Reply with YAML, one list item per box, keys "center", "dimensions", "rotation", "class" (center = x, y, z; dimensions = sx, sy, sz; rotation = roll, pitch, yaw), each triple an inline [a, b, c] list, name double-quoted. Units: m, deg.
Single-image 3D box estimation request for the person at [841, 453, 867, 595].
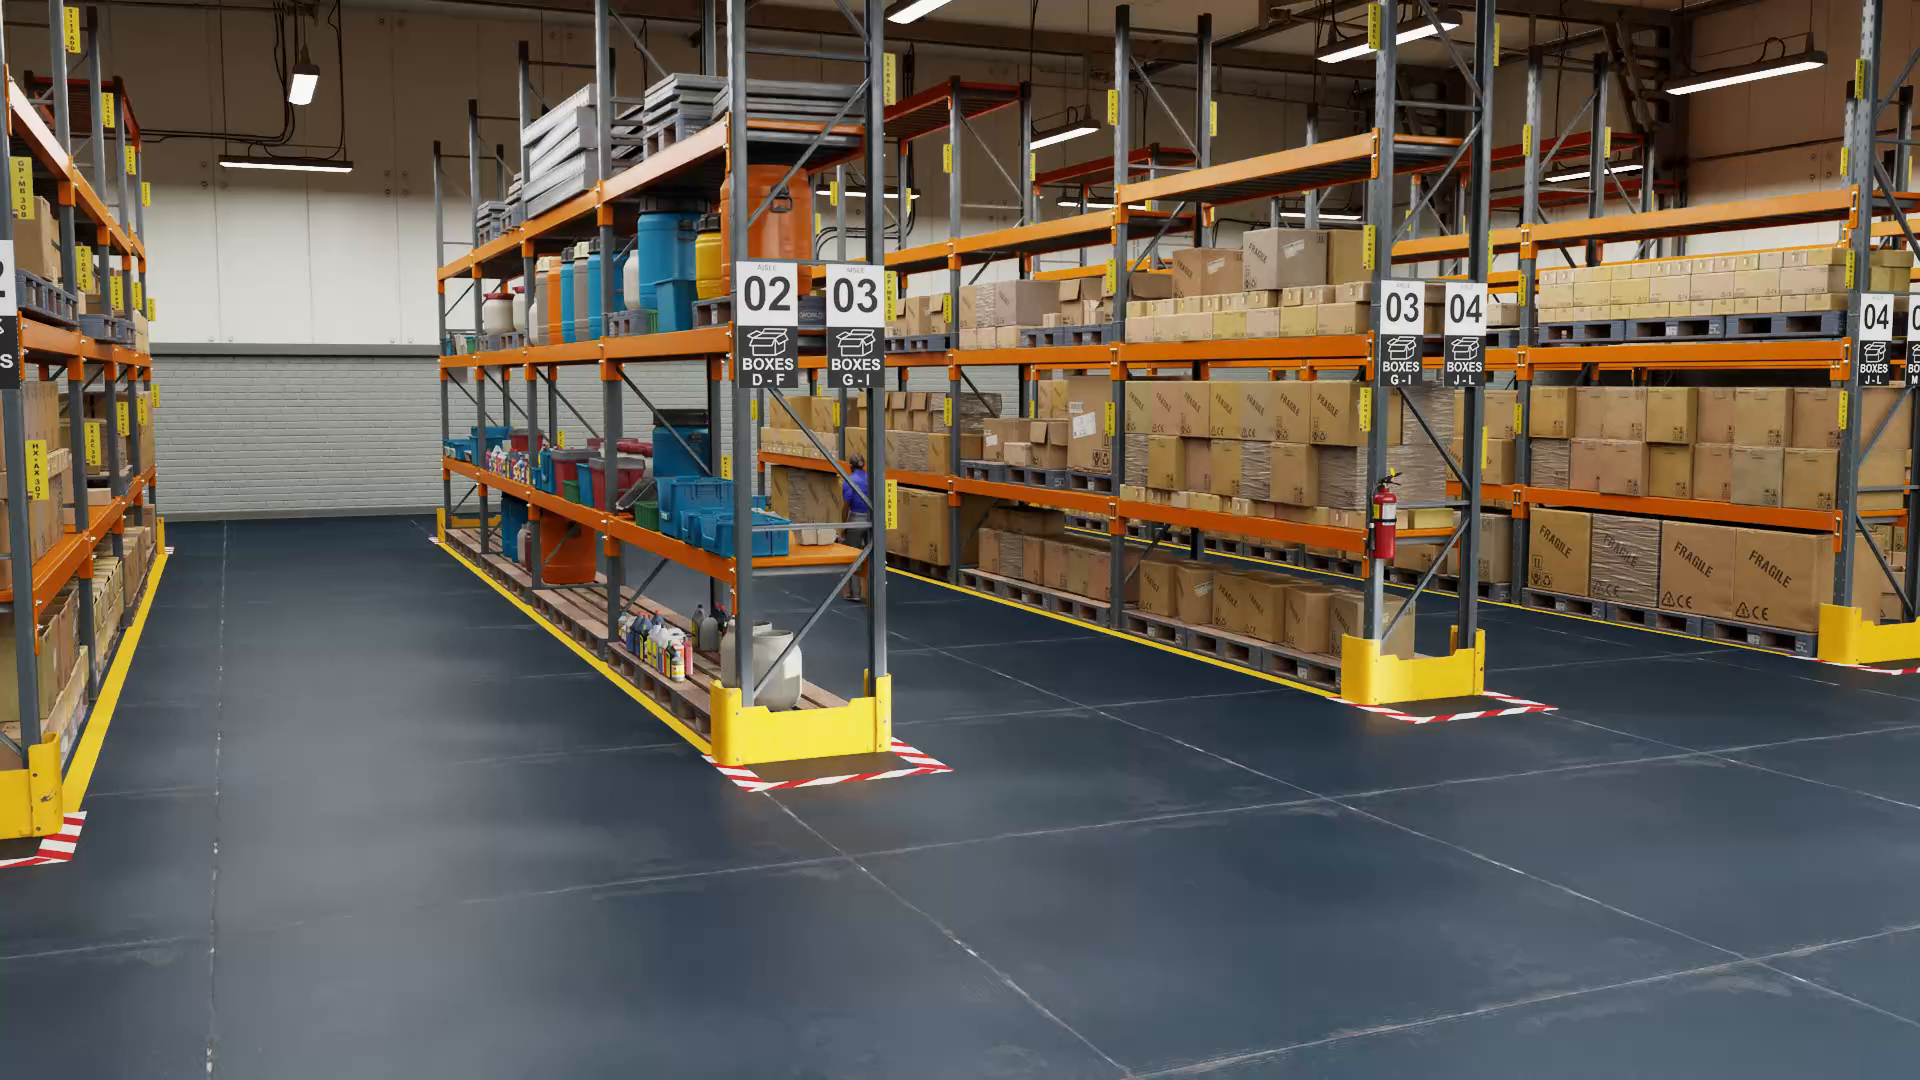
- center: [-1.108, -0.184, 18.581]
  dimensions: [0.494, 1.583, 0.348]
  rotation: [-3, 6, -27]
  class: "person"
